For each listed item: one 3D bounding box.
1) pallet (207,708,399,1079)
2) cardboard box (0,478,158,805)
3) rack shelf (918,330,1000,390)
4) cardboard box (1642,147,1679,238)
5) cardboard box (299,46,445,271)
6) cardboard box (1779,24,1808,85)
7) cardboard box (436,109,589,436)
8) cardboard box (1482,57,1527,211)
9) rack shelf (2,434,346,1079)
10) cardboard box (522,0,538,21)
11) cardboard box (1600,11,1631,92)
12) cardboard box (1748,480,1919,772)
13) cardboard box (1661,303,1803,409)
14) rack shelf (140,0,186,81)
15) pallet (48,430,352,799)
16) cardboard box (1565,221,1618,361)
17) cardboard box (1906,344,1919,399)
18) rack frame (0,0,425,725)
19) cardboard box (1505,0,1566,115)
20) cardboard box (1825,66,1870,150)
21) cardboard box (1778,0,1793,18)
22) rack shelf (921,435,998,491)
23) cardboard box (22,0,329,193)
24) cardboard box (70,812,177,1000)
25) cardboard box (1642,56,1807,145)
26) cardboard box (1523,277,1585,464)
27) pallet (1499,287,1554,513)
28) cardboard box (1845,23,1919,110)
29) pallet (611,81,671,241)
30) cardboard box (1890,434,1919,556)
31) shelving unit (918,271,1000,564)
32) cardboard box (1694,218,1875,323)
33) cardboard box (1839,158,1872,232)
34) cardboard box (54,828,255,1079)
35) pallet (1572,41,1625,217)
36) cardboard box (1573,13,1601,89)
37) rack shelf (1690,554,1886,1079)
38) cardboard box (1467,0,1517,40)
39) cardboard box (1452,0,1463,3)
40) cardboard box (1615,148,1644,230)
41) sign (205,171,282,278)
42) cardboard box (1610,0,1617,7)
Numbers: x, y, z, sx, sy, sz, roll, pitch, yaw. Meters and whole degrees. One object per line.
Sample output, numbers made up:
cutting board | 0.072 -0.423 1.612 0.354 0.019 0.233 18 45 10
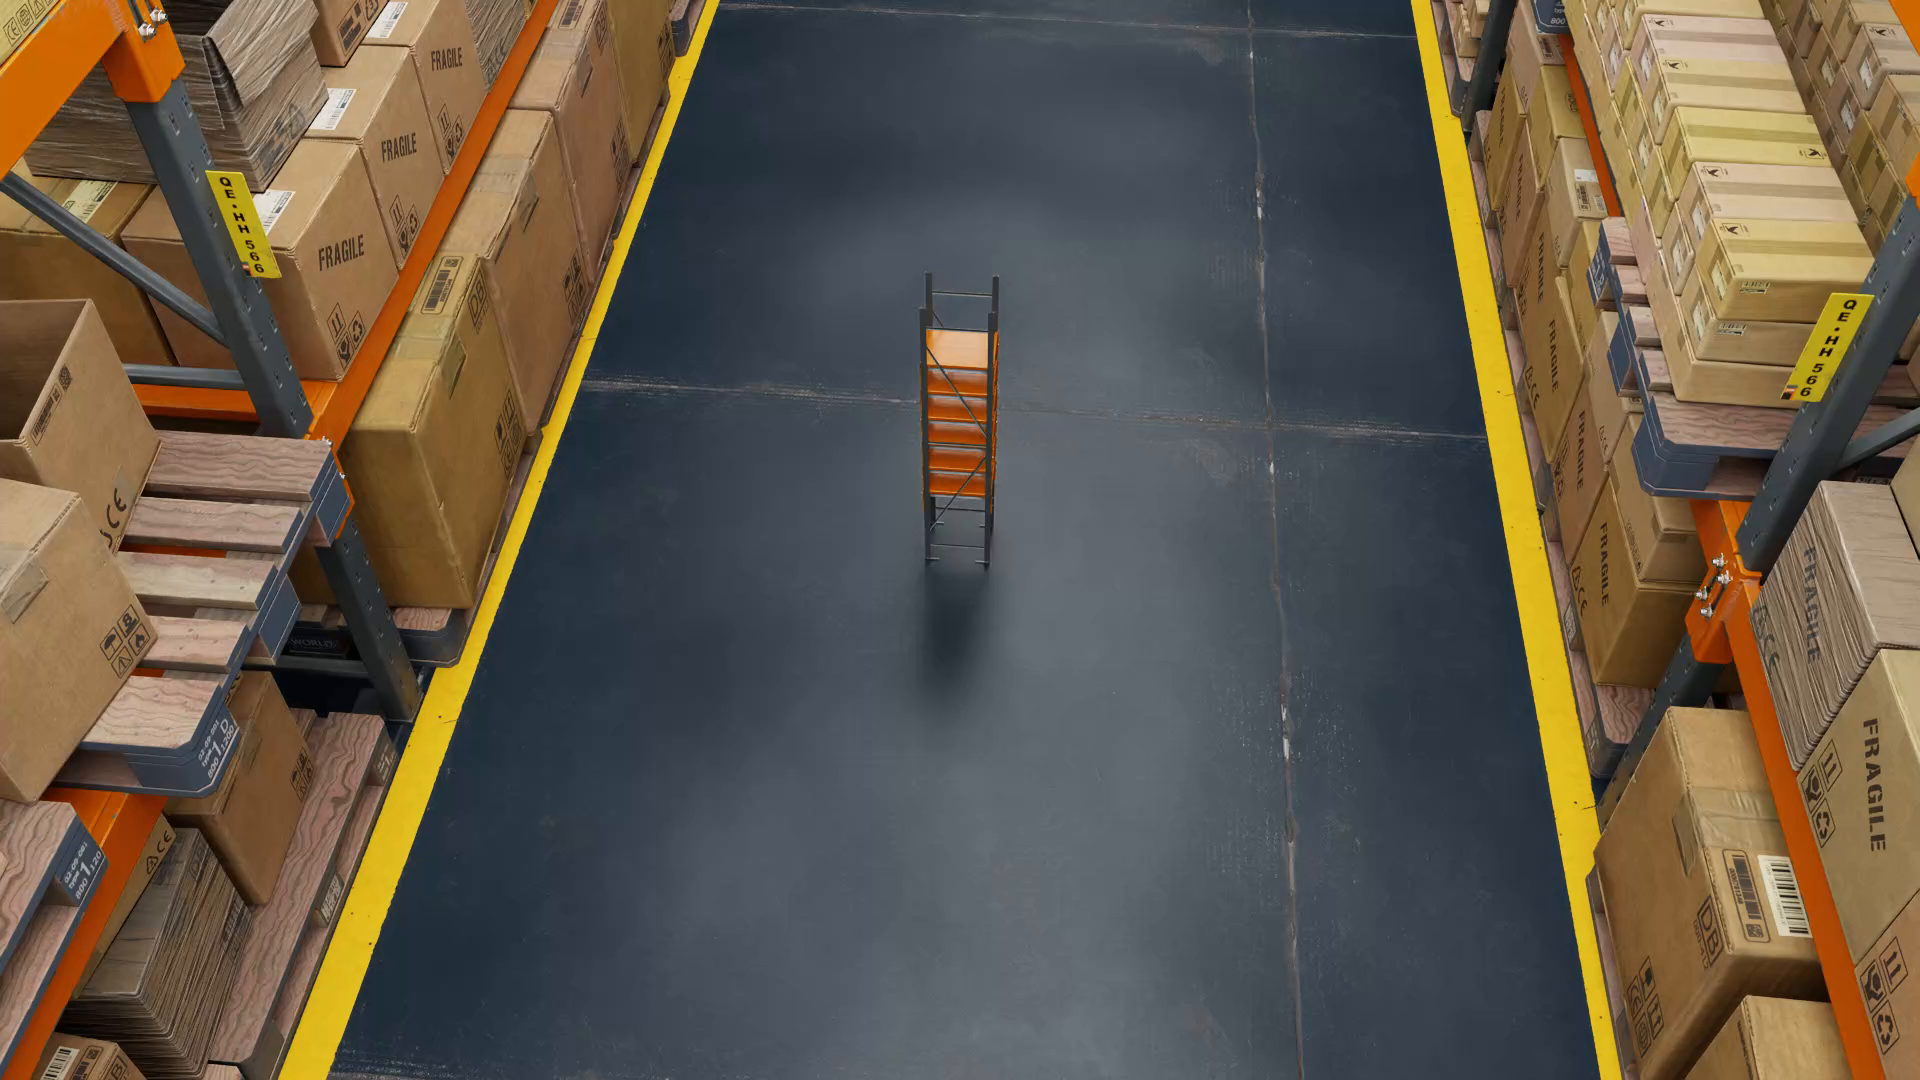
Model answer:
pallet | -2.430 1.054 5.143 1.003 0.211 1.213 4 48 4
cardboard box | -2.318 0.180 3.701 0.700 0.500 0.500 10 48 9
rack shelf | -0.001 -0.607 5.565 0.258 0.103 0.180 4 48 4
cardboard box | 2.208 -0.994 4.811 0.380 0.149 0.250 5 48 4
cardboard box | -1.998 -1.213 5.259 0.500 0.500 0.500 3 48 2
cardboard box | 2.958 -1.591 5.558 0.380 0.149 0.250 2 48 2
cardboard box | -2.185 -1.046 6.329 1.225 0.875 0.875 4 48 4
cardboard box | 2.606 -1.766 7.242 0.500 0.500 0.500 6 48 5
rack shelf | -2.540 1.251 3.560 1.077 0.370 4.000 4 48 4
cardboard box | -1.856 -2.325 6.276 0.500 0.500 0.500 3 48 3
cardboard box | 2.280 -1.553 5.321 0.380 0.149 0.250 5 48 5
cardboard box | 2.263 0.224 3.944 0.500 0.500 0.500 4 48 4
cardboard box | 2.160 -0.504 4.564 0.380 0.149 0.250 5 48 4
rack shelf | -2.175 -2.701 5.142 1.077 0.370 4.000 4 48 4
pallet | -2.316 0.134 4.224 1.213 0.211 1.003 4 48 4
cardboard box | 2.471 -0.869 5.913 0.500 0.250 0.500 5 48 4
cardboard box | 2.814 -0.426 4.492 0.380 0.149 0.250 3 48 3
rack frame | -2.358 -0.461 4.639 1.000 3.000 0.127 4 48 4
cardboard box | 2.607 -2.019 6.965 0.500 0.250 0.500 2 48 2
cardboard box | 2.907 -1.317 5.106 0.380 0.149 0.250 4 48 4
cardboard box | 2.981 -1.876 5.617 0.380 0.149 0.250 4 48 4
rack shelf | -0.001 -0.283 5.919 0.258 0.103 0.180 4 48 4
cardboard box | -2.275 -1.370 4.723 0.797 0.503 0.637 5 48 5
cardboard box | -2.427 0.866 4.313 0.500 0.250 0.500 9 48 8
cardboard box | 2.230 -1.276 4.866 0.380 0.149 0.250 5 48 5
cardboard box | 2.455 -0.624 6.197 0.500 0.500 0.500 2 48 2
pallet | 2.759 -0.581 6.638 1.003 0.211 1.213 4 48 4
cardboard box | 2.904 -1.409 4.988 0.380 0.149 0.250 6 48 5
pallet | -1.988 -1.887 7.833 1.003 0.211 1.213 4 48 4
cardboard box | 2.522 -0.095 3.559 0.700 0.500 0.500 4 48 3
shelving unit | -0.001 -0.394 5.798 0.258 1.200 0.189 4 48 4
cardboard box | 2.161 -0.702 4.342 0.380 0.149 0.250 2 48 2
cardboard box | 2.886 -1.020 5.035 0.380 0.149 0.250 6 48 5
cardboard box | -2.437 1.136 4.574 0.700 0.500 0.500 0 48 0
pallet | 2.712 -1.446 5.670 1.003 0.211 1.213 4 48 4
cardboard box | 2.303 -1.646 5.609 0.380 0.149 0.250 2 48 2
rack shelf | 2.390 1.659 3.187 1.077 0.370 4.000 4 48 4
cardboard box | 2.649 -2.526 7.973 0.380 0.149 0.250 5 48 4
cardboard box | 2.700 -2.867 8.487 0.380 0.149 0.250 2 48 2
cardboard box | 2.234 -1.058 5.071 0.380 0.149 0.250 3 48 3
sign | -1.816 -0.796 4.214 0.100 0.325 0.005 4 48 4
cardboard box | 2.305 -1.843 5.386 0.380 0.149 0.250 5 48 5
